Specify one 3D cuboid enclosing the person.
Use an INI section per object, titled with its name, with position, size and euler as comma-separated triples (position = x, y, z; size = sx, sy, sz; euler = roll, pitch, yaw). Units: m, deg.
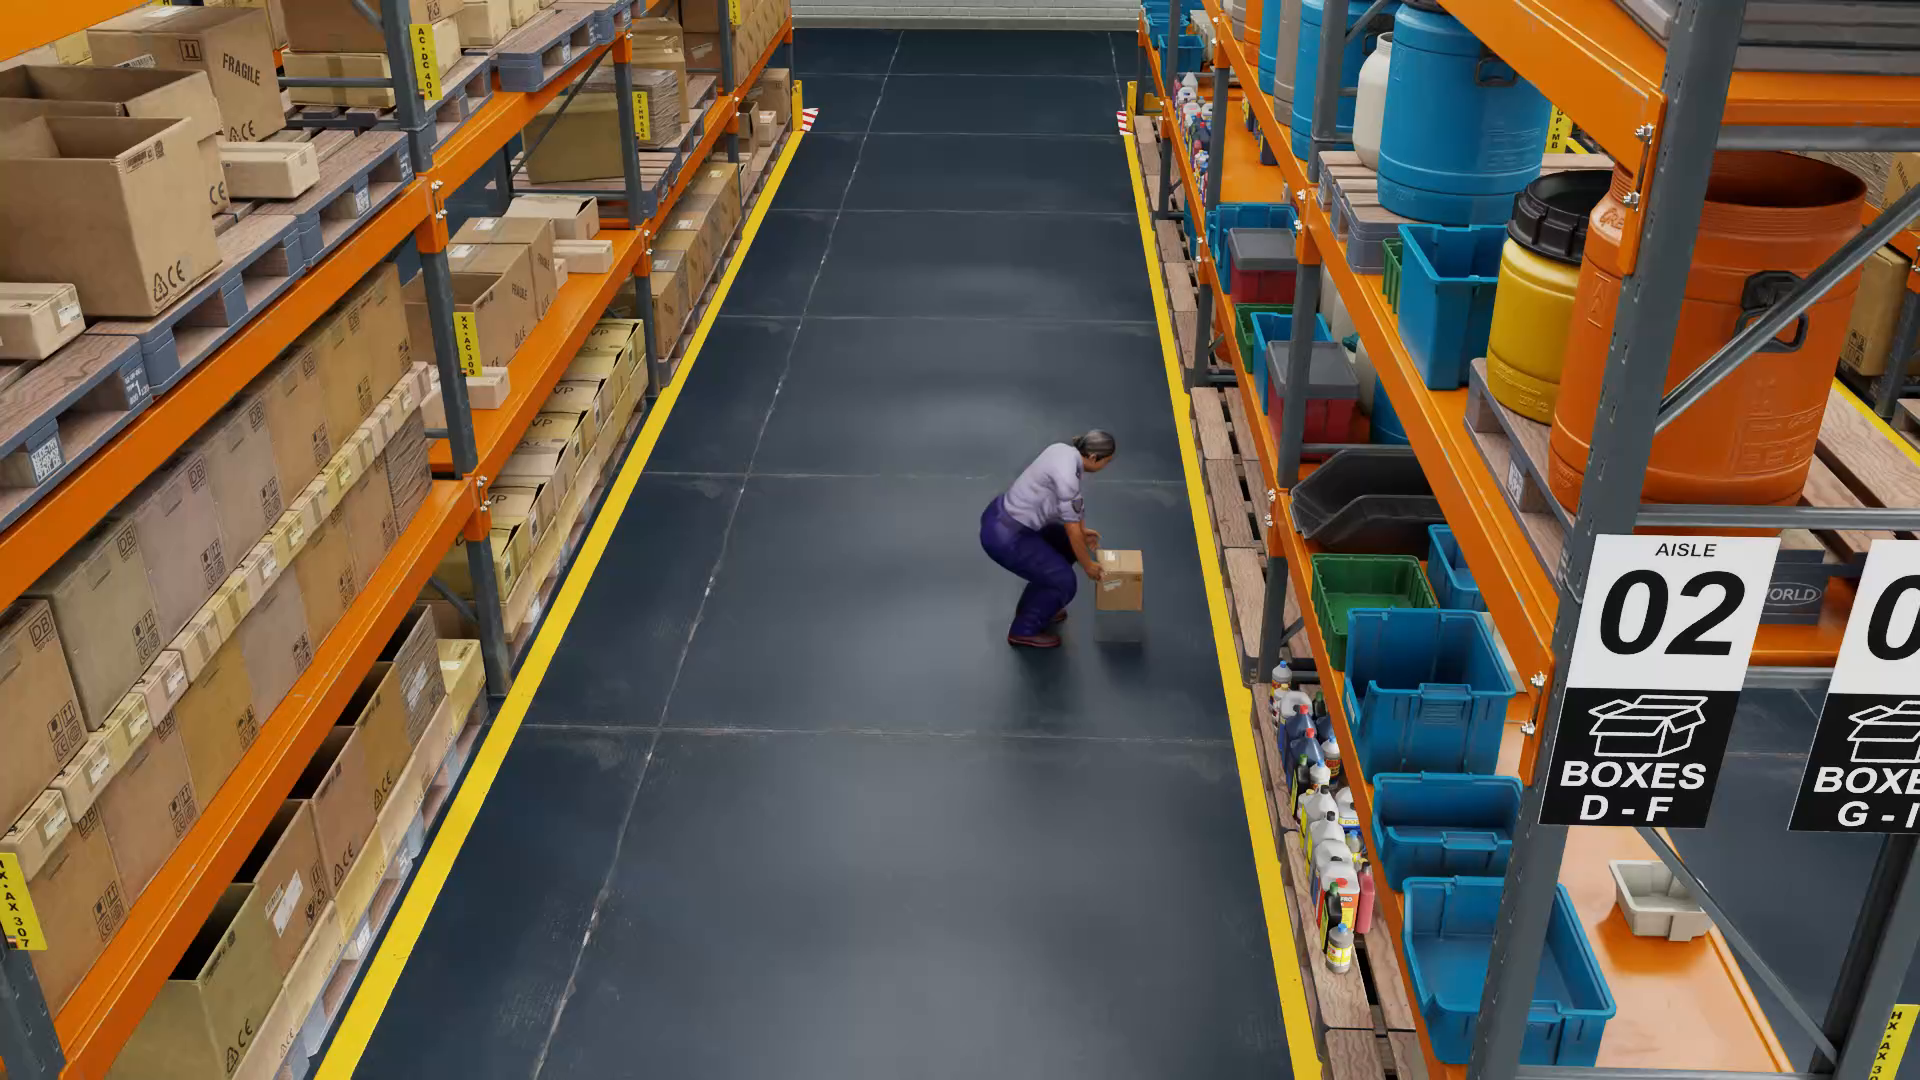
[person]
position = 0.472, -0.039, 9.175
size = 0.727, 1.217, 0.540
euler = 1, 28, 2
